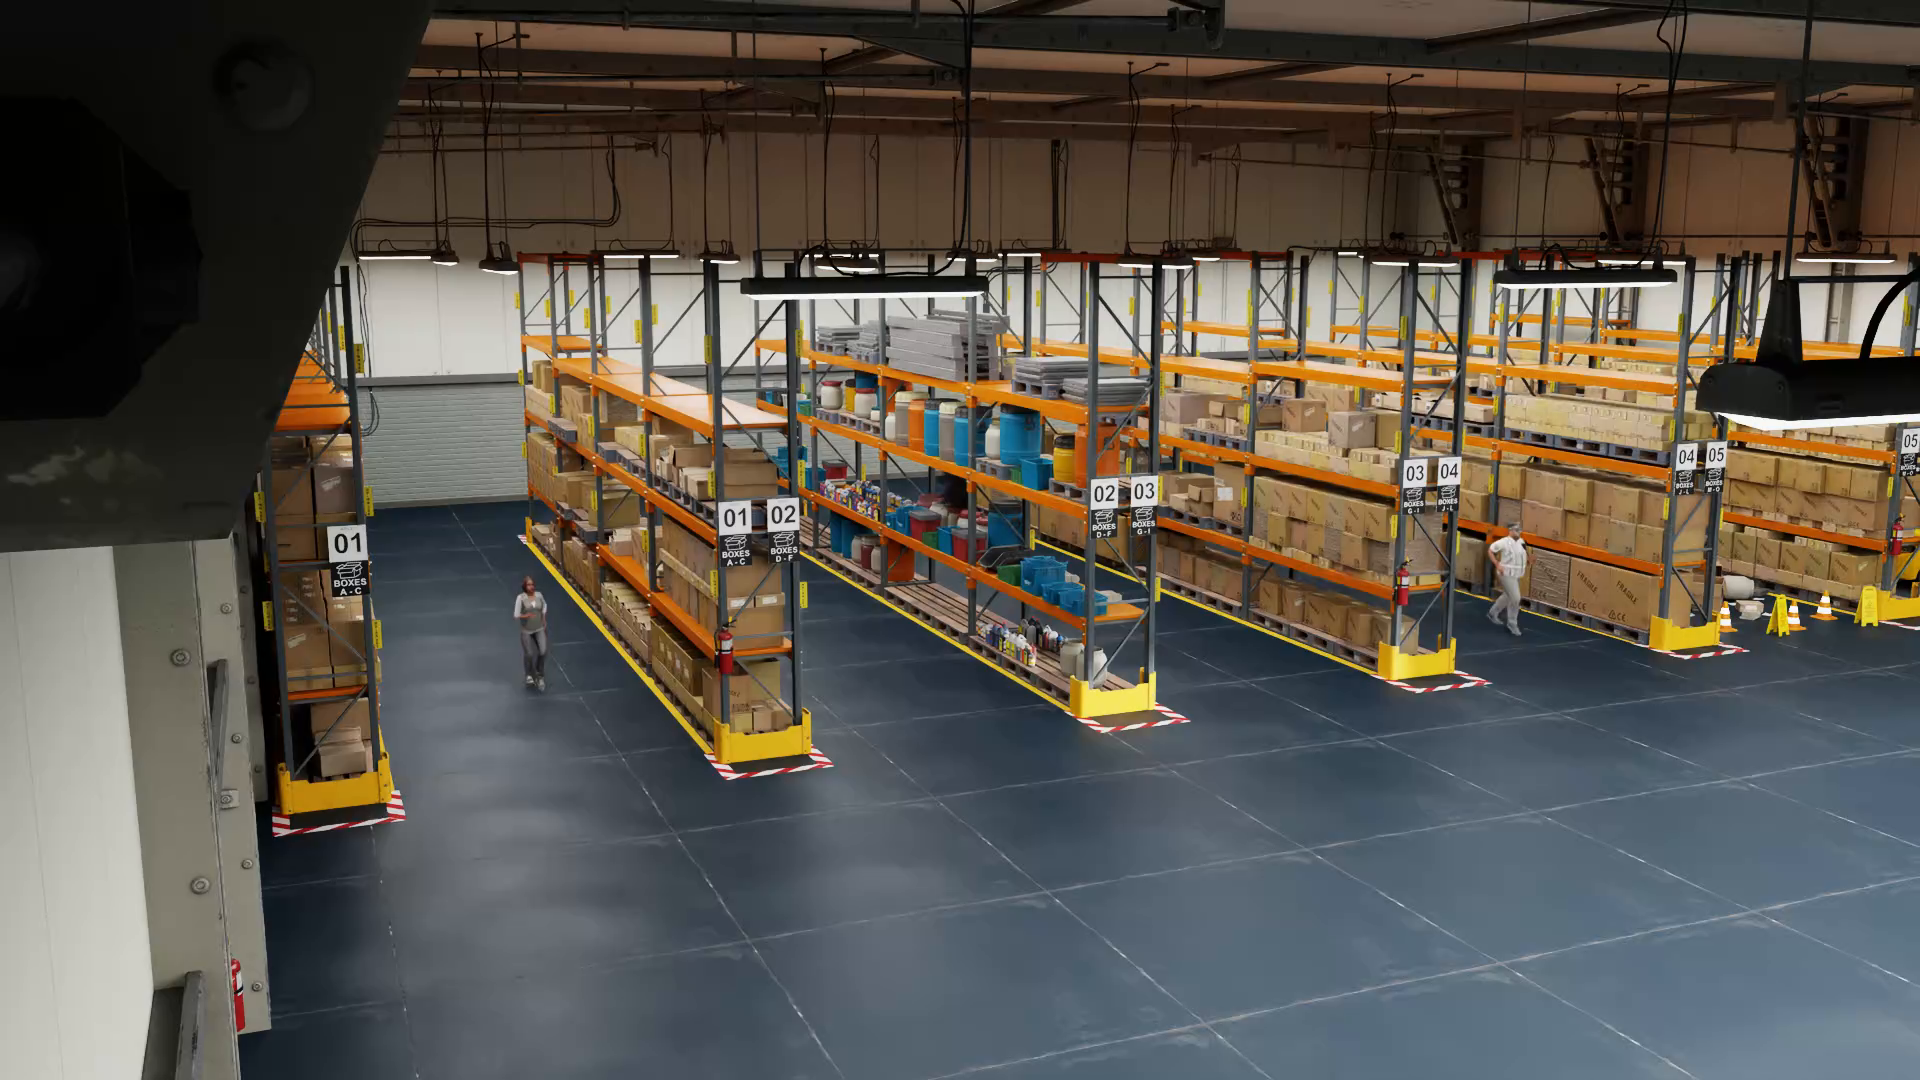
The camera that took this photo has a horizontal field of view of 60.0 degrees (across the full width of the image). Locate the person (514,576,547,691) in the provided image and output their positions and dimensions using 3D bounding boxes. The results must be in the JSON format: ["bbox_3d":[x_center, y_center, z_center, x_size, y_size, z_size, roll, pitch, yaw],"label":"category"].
[{"bbox_3d":[-6.011,1.319,23.407,0.514,1.631,0.653,-5,12,-27],"label":"person"}]

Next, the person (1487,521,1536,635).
[{"bbox_3d":[8.913,0.605,26.905,0.642,1.843,0.789,-8,13,-38],"label":"person"}]

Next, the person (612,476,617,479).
[{"bbox_3d":[-7.511,-0.995,35.877,0.829,1.656,0.717,2,11,12],"label":"person"}]
